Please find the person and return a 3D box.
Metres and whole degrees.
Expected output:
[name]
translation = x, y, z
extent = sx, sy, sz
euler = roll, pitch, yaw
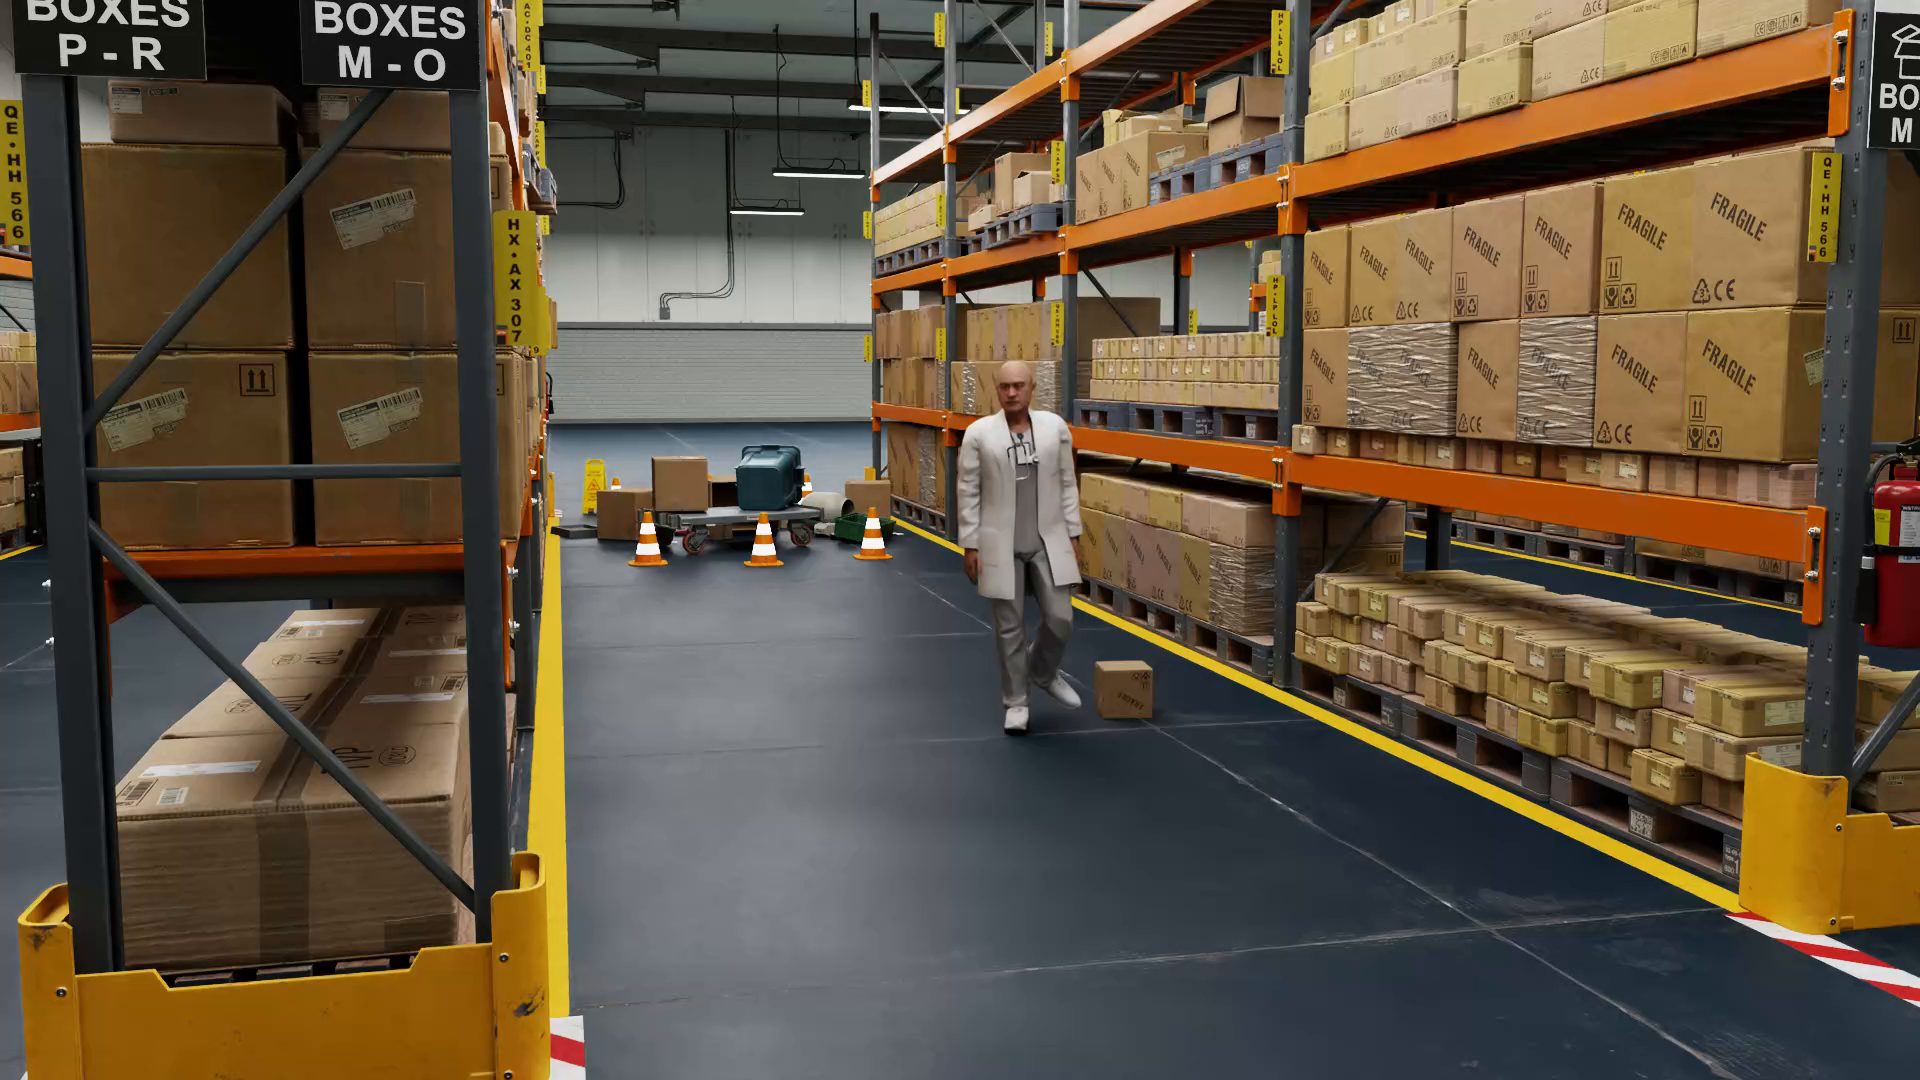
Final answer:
[person]
translation = 0.292, 0.026, 8.007
extent = 0.621, 1.770, 0.552
euler = 0, 6, -4
